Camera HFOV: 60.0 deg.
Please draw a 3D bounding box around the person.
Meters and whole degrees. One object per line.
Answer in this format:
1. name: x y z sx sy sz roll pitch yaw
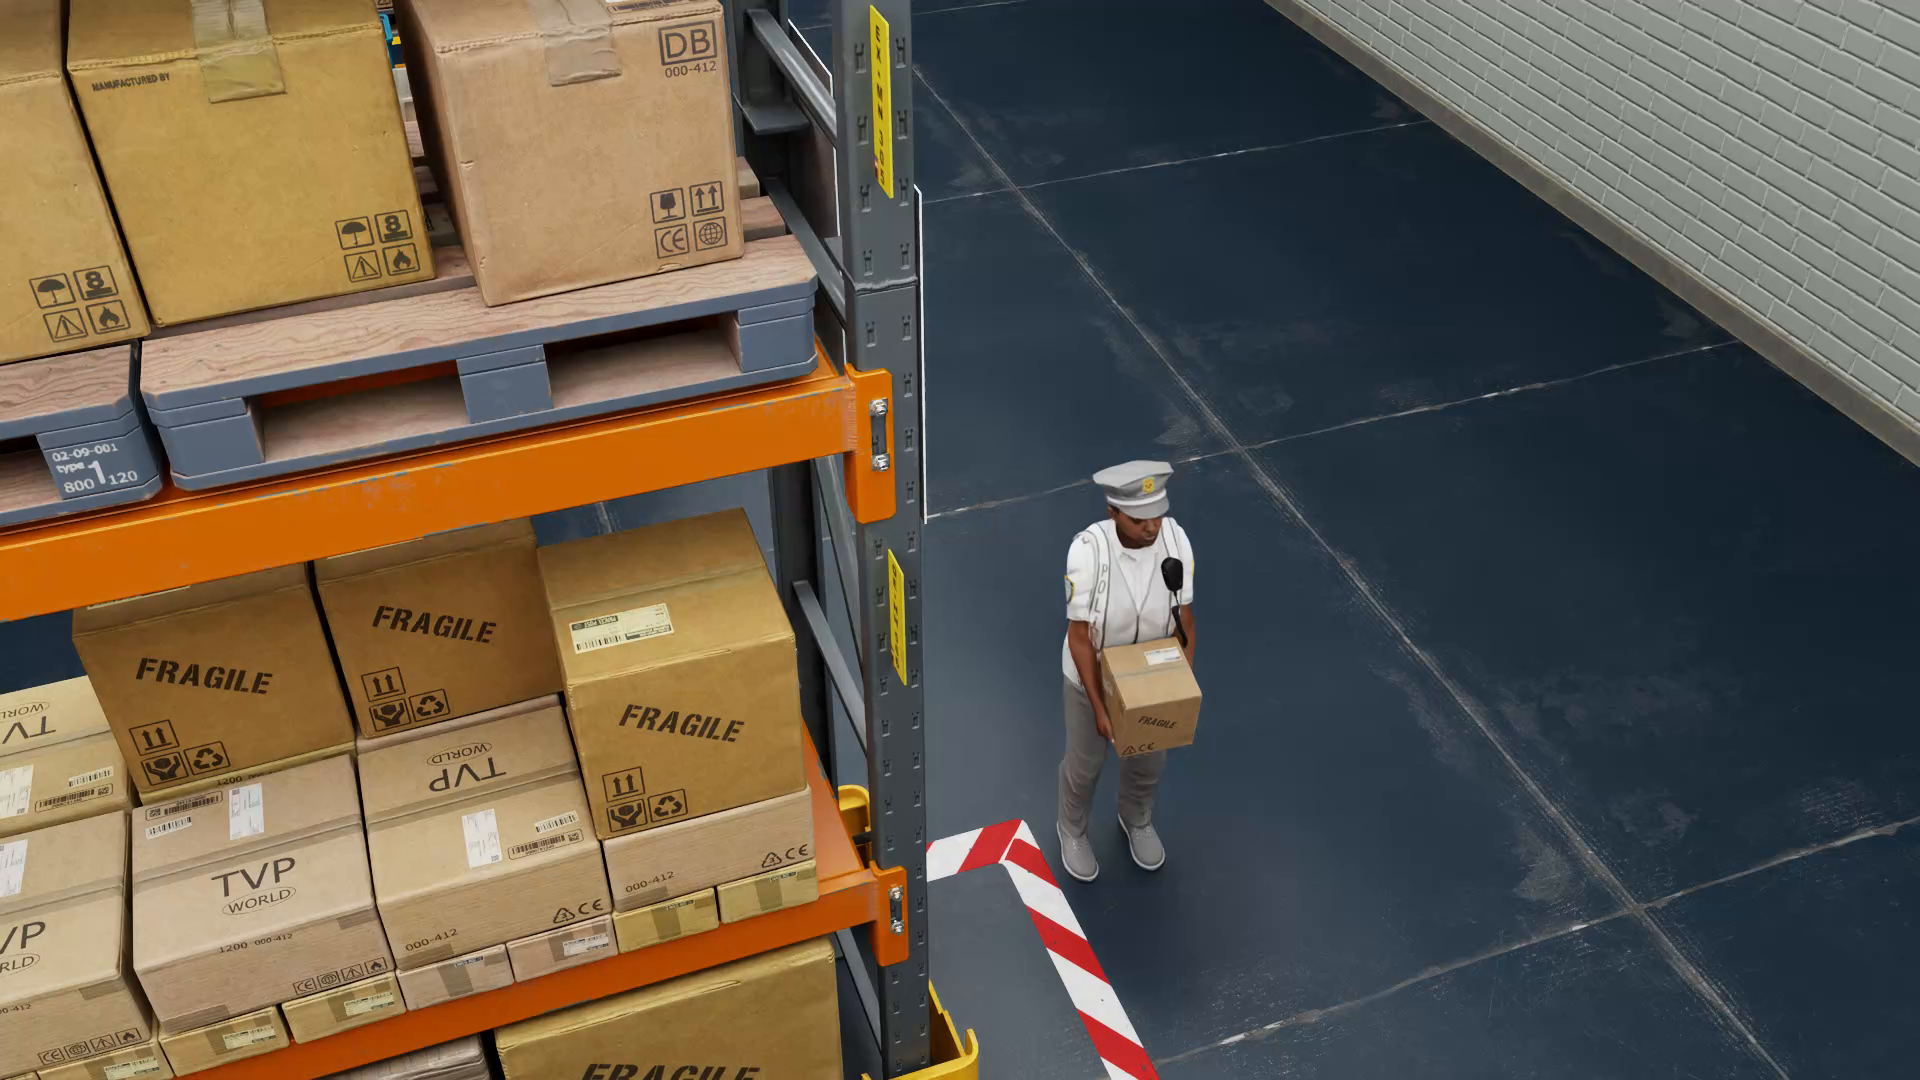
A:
1. person: 0.560 0.491 5.506 0.435 1.692 0.520 -8 39 -11
